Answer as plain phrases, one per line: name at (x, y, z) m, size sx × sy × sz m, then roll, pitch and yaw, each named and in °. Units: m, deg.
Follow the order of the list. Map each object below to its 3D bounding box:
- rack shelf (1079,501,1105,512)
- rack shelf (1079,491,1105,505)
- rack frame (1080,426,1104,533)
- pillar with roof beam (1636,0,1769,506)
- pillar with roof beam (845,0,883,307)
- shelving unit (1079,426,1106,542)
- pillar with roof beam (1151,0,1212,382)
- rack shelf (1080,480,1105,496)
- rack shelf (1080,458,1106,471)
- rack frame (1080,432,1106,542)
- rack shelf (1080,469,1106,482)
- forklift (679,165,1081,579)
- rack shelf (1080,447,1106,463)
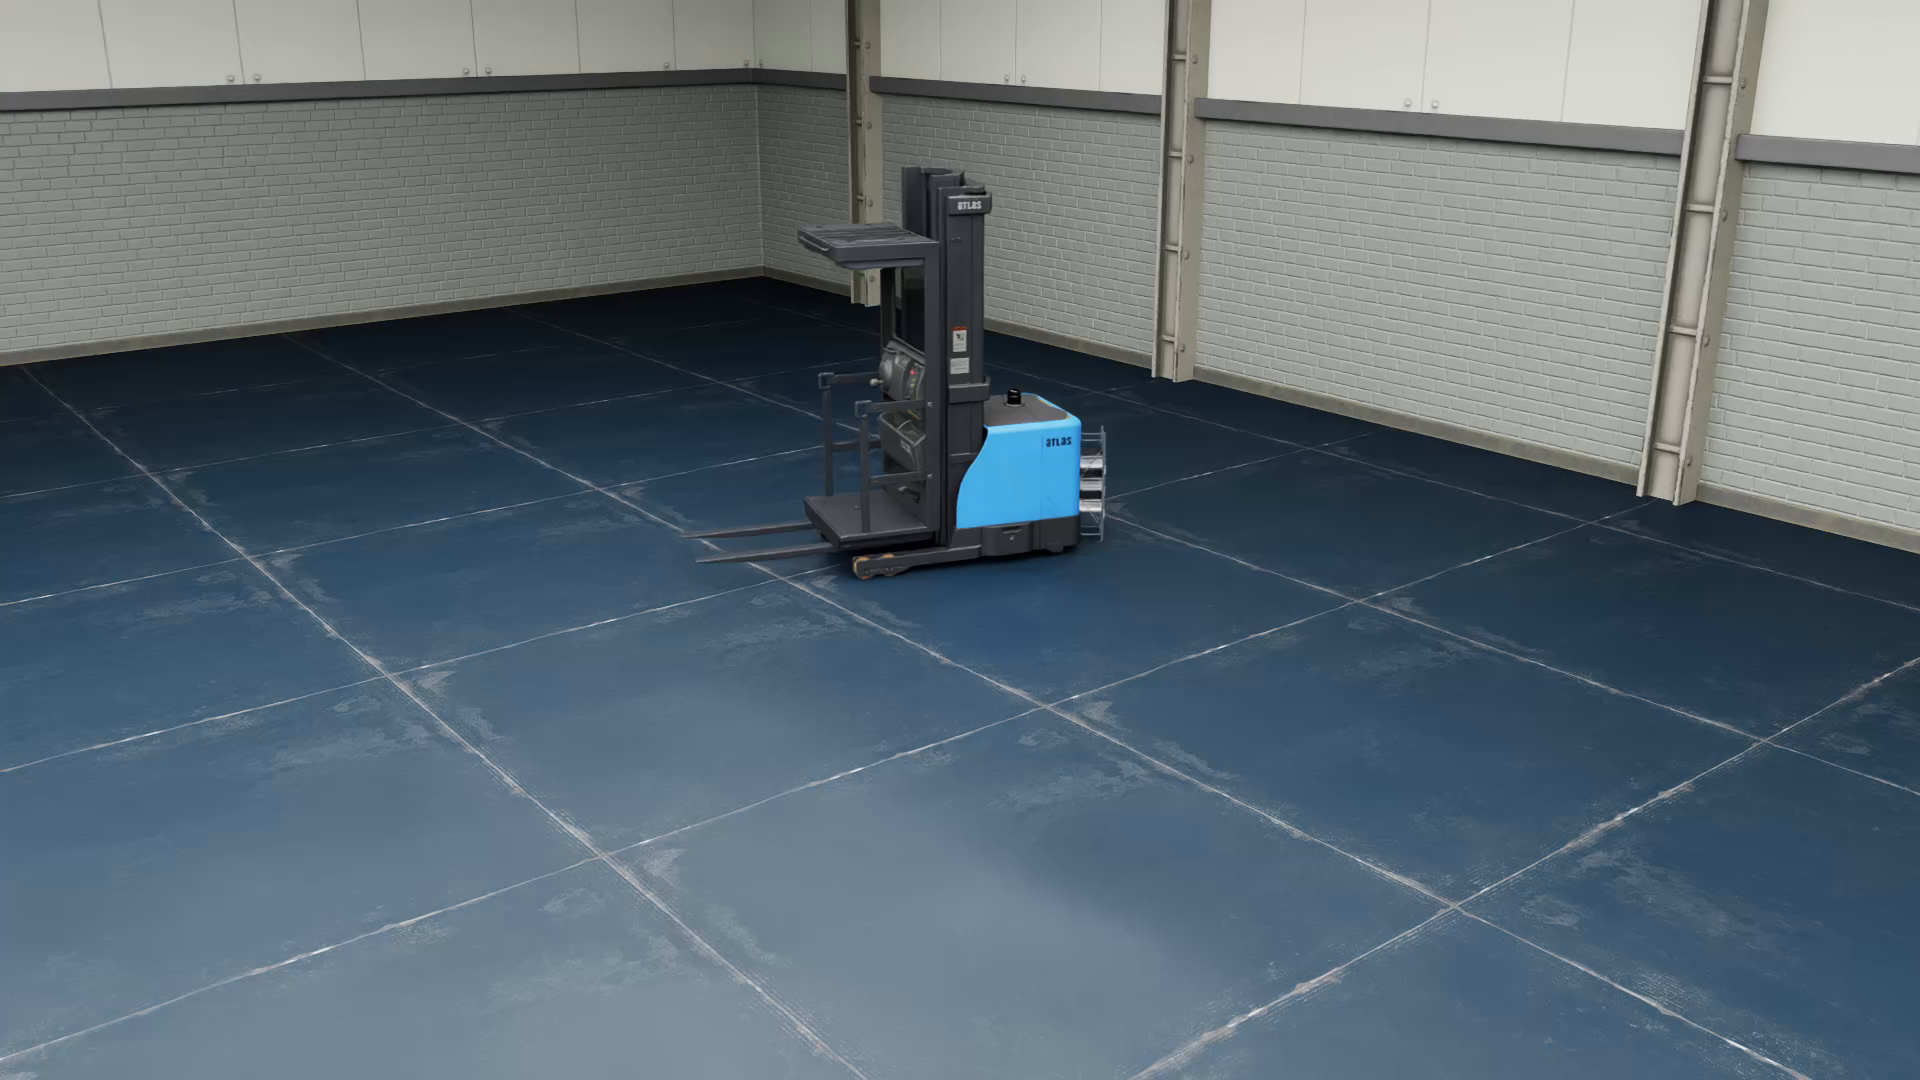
rack shelf at (1.025, -0.244, 13.345) m, size 0.258 × 0.077 × 0.200 m, roll 0°, pitch 18°, yaw -1°
rack shelf at (1.025, -0.330, 13.317) m, size 0.258 × 0.077 × 0.200 m, roll 0°, pitch 18°, yaw -1°
rack frame at (1.023, -0.478, 13.376) m, size 0.240 × 0.900 × 0.006 m, roll 0°, pitch 18°, yaw -1°
pillar with roof beam at (2.778, -3.804, 10.536) m, size 9.100 × 9.000 × 0.400 m, roll -14°, pitch 23°, yaw -36°
pillar with roof beam at (-4.672, -6.761, 19.465) m, size 9.100 × 9.000 × 0.400 m, roll -14°, pitch 23°, yaw -36°
shelving unit at (1.025, -0.447, 13.279) m, size 0.258 × 0.900 × 0.210 m, roll 0°, pitch 18°, yaw -1°
pillar with roof beam at (-0.947, -5.283, 15.000) m, size 9.100 × 9.000 × 0.400 m, roll -14°, pitch 23°, yaw -36°
rack shelf at (1.025, -0.415, 13.289) m, size 0.258 × 0.077 × 0.200 m, roll 0°, pitch 18°, yaw -1°
rack shelf at (1.025, -0.586, 13.234) m, size 0.258 × 0.077 × 0.200 m, roll 0°, pitch 18°, yaw -1°
rack frame at (1.026, -0.415, 13.182) m, size 0.240 × 0.900 × 0.006 m, roll 0°, pitch 18°, yaw -1°
rack shelf at (1.025, -0.501, 13.261) m, size 0.258 × 0.077 × 0.200 m, roll 0°, pitch 18°, yaw -1°
forklift at (-0.625, -1.283, 12.573) m, size 3.031 × 2.935 × 1.130 m, roll -7°, pitch 19°, yaw -19°
rack shelf at (1.025, -0.672, 13.206) m, size 0.258 × 0.077 × 0.200 m, roll 0°, pitch 18°, yaw -1°
